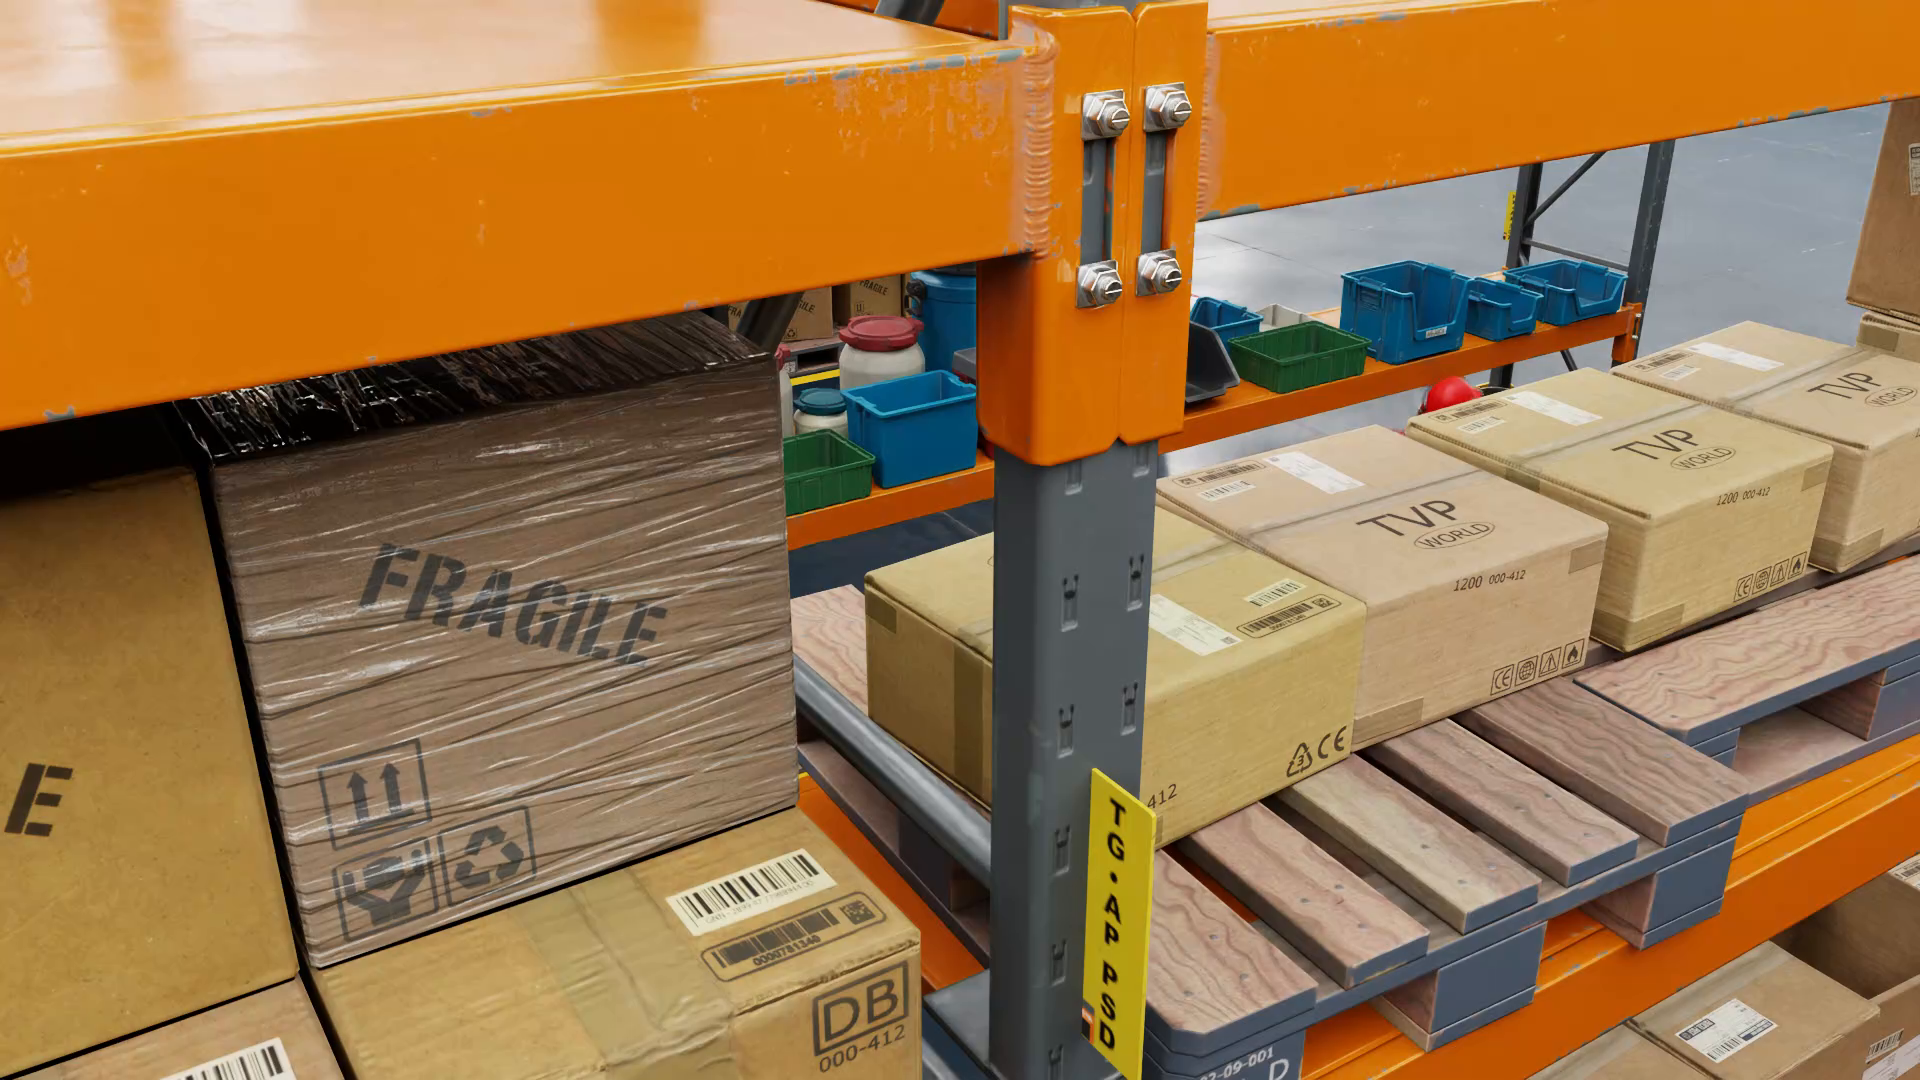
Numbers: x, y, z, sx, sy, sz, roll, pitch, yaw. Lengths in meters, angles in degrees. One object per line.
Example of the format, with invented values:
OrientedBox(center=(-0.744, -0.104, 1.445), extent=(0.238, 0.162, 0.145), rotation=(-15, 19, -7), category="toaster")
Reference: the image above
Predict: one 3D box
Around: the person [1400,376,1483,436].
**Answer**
OrientedBox(center=(2.310, 0.011, 8.017), extent=(1.050, 1.721, 0.590), rotation=(-15, 29, -28), category="person")
